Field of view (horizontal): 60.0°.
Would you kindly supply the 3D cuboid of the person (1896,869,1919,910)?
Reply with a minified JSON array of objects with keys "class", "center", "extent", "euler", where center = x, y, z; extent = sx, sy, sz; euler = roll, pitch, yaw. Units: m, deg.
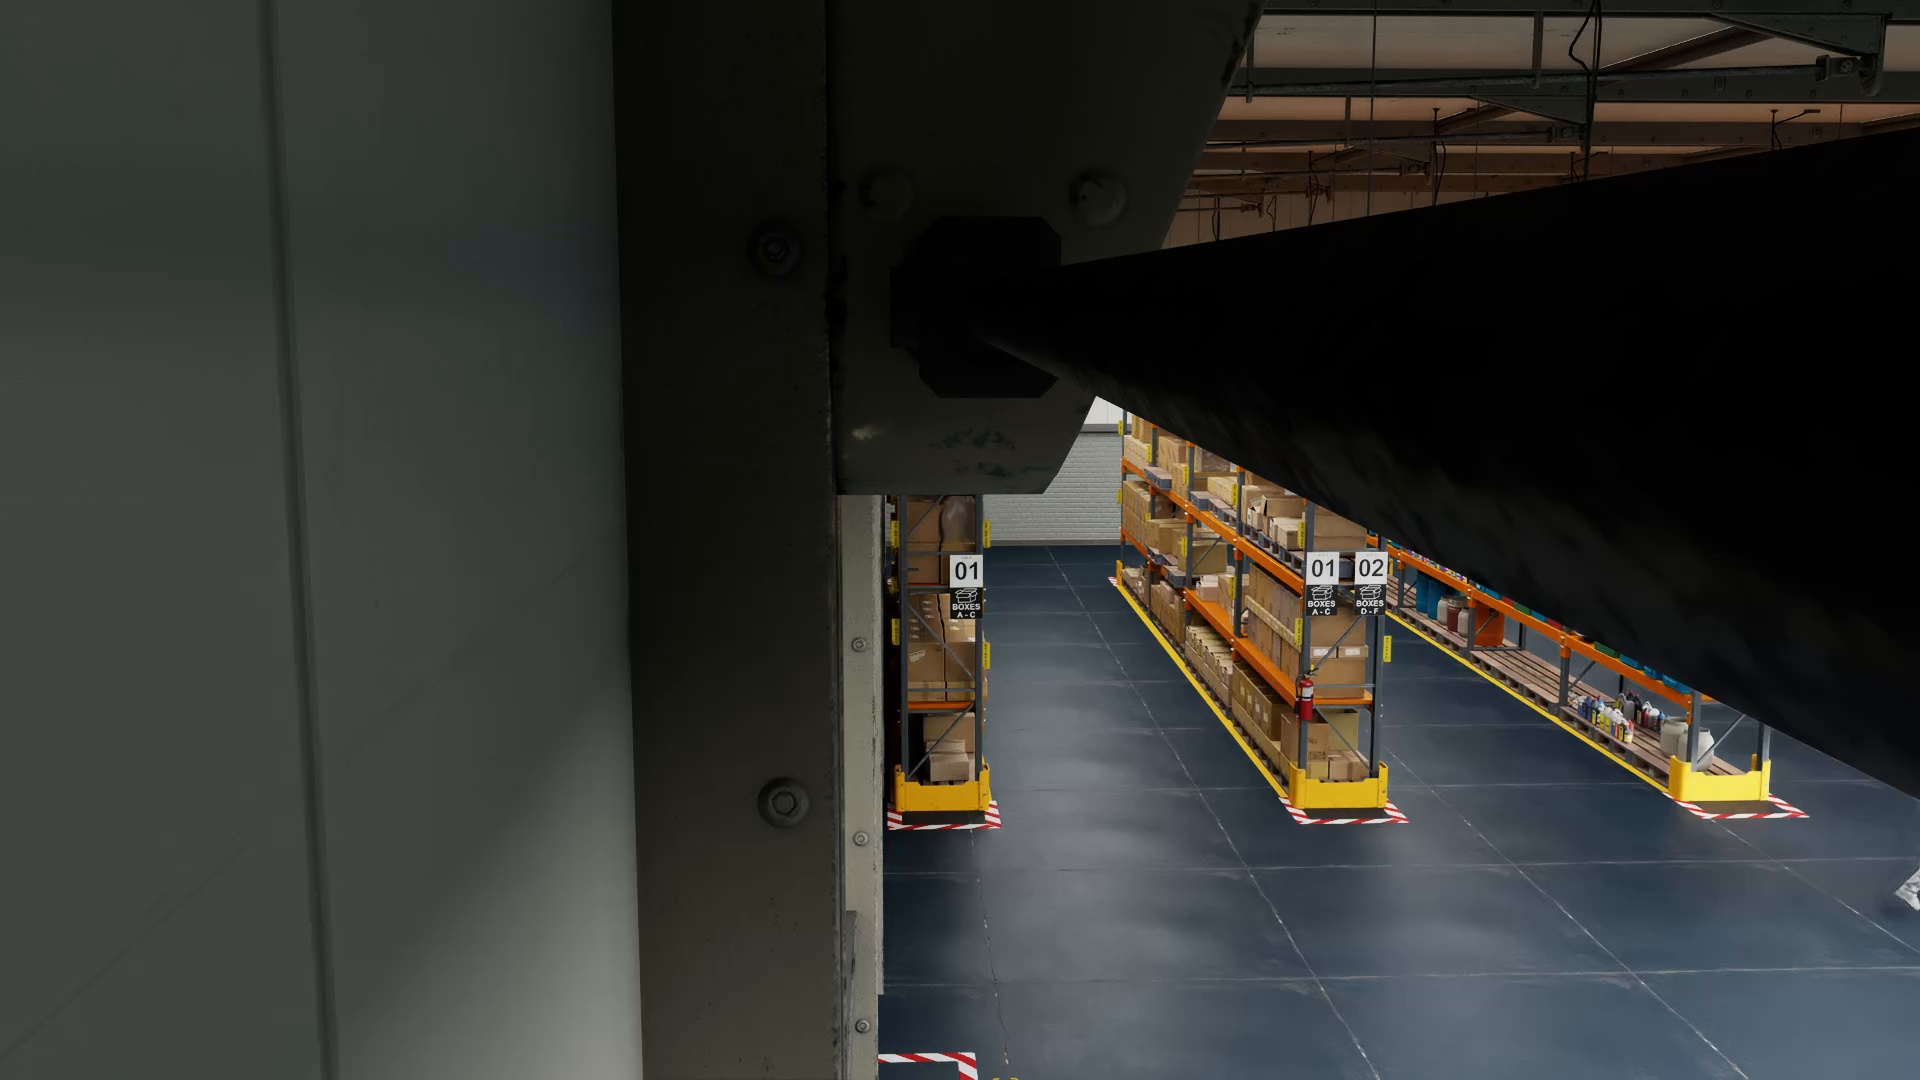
[{"class":"person","center":[10.118,2.968,16.952],"extent":[0.928,1.832,0.695],"euler":[4,9,26]}]
